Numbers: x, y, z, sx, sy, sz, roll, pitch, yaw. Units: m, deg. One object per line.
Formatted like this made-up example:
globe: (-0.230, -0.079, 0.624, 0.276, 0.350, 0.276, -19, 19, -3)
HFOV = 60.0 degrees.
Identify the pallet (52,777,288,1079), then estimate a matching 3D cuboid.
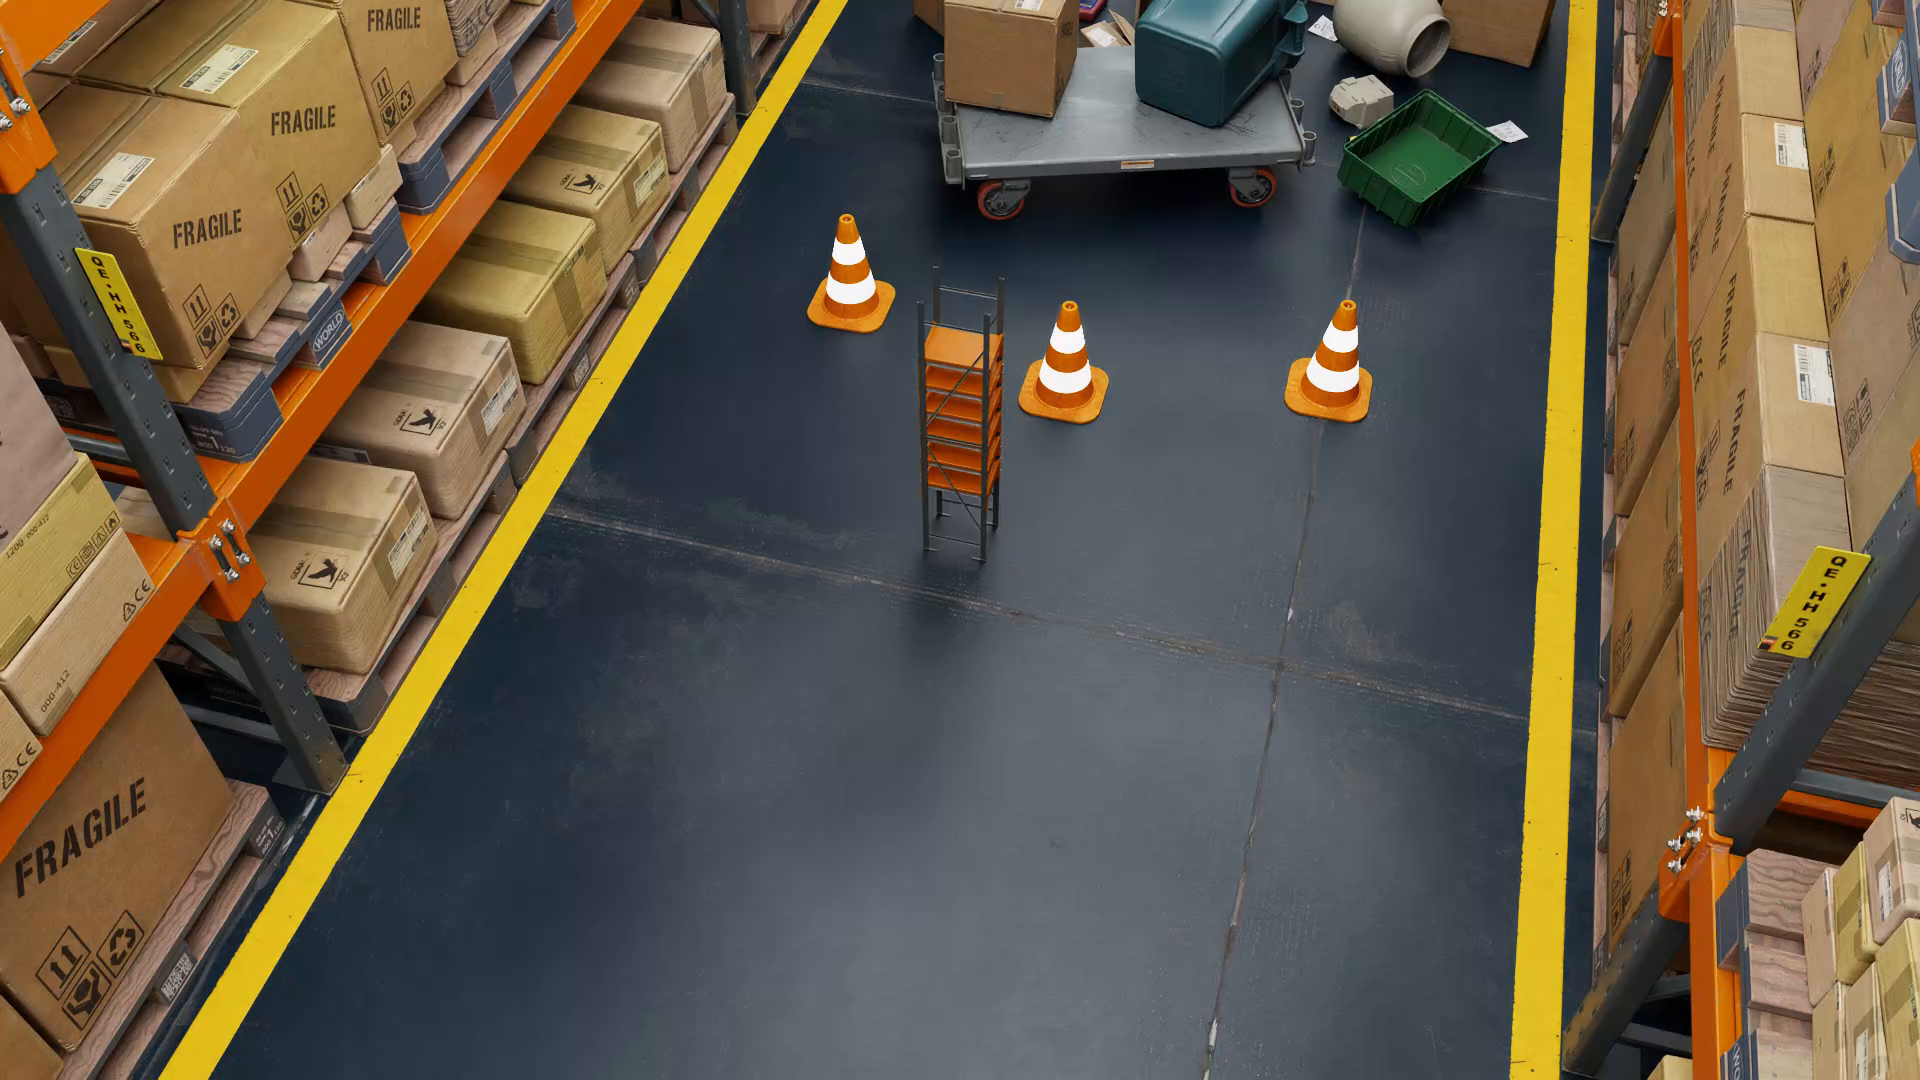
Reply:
pallet: (-2.822, 1.195, 5.055, 1.003, 0.211, 1.213, 12, 50, 10)

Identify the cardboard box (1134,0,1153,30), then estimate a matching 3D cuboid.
cardboard box: (1.305, -2.841, 8.331, 0.797, 0.637, 0.503, 12, 50, 10)

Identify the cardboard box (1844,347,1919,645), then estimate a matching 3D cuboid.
cardboard box: (2.388, -0.067, 3.575, 0.700, 0.500, 0.500, 11, 50, 10)

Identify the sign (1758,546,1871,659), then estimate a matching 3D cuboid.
sign: (1.723, 0.130, 3.362, 0.100, 0.325, 0.005, 12, 50, 10)

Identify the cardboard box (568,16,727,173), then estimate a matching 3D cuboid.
cardboard box: (-1.625, -2.066, 7.546, 0.950, 0.372, 0.625, 12, 50, 11)

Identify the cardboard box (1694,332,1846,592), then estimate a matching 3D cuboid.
cardboard box: (2.252, -0.152, 4.317, 0.500, 0.500, 0.500, 12, 50, 10)

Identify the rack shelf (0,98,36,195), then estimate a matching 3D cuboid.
rack shelf: (-3.069, 0.409, 2.368, 1.077, 0.370, 4.000, 12, 50, 10)

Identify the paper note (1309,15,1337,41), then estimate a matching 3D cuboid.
paper note: (1.905, -2.632, 8.557, 0.172, 0.023, 0.155, 28, 54, 22)

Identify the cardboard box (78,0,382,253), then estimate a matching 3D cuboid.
cardboard box: (-2.070, -1.212, 4.774, 0.500, 0.500, 0.500, 14, 50, 12)

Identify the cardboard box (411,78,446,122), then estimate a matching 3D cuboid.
cardboard box: (-1.937, -1.521, 5.479, 0.380, 0.149, 0.250, 13, 50, 12)

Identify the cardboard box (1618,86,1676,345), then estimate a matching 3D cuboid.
cardboard box: (3.236, -1.201, 6.530, 1.050, 0.750, 0.750, 11, 50, 10)

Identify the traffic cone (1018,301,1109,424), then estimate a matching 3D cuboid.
traffic cone: (0.423, -0.757, 6.610, 0.336, 0.463, 0.334, 12, 50, 10)

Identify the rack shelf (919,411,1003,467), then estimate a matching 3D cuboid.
rack shelf: (0.004, -0.378, 5.843, 0.258, 0.103, 0.180, 12, 50, 10)

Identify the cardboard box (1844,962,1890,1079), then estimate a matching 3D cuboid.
cardboard box: (1.870, 0.972, 3.080, 0.380, 0.149, 0.250, 14, 50, 12)

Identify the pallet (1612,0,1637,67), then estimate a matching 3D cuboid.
pallet: (3.907, -2.770, 8.554, 1.003, 0.211, 1.213, 12, 50, 10)

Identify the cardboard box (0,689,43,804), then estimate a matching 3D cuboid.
cardboard box: (-2.544, 0.556, 3.859, 0.500, 0.250, 0.500, 12, 50, 11)

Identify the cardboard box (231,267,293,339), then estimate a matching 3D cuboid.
cardboard box: (-2.171, -0.736, 4.786, 0.380, 0.149, 0.250, 9, 49, 8)

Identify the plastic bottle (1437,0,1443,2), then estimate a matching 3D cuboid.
plastic bottle: (2.414, -2.884, 8.755, 0.283, 0.061, 0.133, -4, 49, -3)

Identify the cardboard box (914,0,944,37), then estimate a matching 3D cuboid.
cardboard box: (0.105, -2.857, 8.436, 0.500, 0.500, 0.500, -27, 54, -22)

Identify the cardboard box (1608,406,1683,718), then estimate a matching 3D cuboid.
cardboard box: (2.734, 0.170, 5.320, 1.050, 0.750, 0.750, 12, 50, 11)

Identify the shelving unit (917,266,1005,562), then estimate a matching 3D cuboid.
shelving unit: (0.004, -0.407, 5.809, 0.258, 1.200, 0.189, 12, 50, 10)

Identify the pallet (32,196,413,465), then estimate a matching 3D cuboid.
pallet: (-2.457, -0.757, 5.045, 1.213, 0.211, 1.003, 12, 50, 10)

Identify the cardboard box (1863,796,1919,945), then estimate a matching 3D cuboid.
cardboard box: (1.950, 0.667, 3.152, 0.380, 0.149, 0.250, 12, 50, 10)

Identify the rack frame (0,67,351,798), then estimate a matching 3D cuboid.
rack frame: (-2.542, -0.284, 4.500, 1.000, 3.000, 0.127, 12, 50, 10)

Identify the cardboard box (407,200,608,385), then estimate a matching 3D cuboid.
cardboard box: (-1.992, -1.042, 6.642, 0.950, 0.372, 0.625, 13, 50, 11)

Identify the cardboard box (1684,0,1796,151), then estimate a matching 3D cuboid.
cardboard box: (2.782, -1.614, 5.607, 0.500, 0.500, 0.500, 12, 50, 10)

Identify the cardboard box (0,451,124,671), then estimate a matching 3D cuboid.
cardboard box: (-2.425, 0.001, 4.015, 0.500, 0.250, 0.500, 11, 50, 10)

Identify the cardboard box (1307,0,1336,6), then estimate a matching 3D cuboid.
cardboard box: (1.988, -2.975, 8.699, 0.396, 0.266, 0.258, 19, 51, 16)

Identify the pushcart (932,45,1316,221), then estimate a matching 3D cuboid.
pushcart: (0.723, -1.895, 7.671, 1.648, 0.377, 0.936, -4, 49, -3)

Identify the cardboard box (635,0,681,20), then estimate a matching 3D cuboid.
cardboard box: (-1.593, -2.887, 8.351, 0.500, 0.250, 0.500, 14, 50, 12)

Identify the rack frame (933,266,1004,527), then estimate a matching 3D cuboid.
rack frame: (0.028, -0.474, 5.868, 0.240, 1.200, 0.006, 12, 50, 10)

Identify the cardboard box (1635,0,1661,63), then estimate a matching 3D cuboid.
cardboard box: (3.779, -2.803, 7.860, 0.875, 0.875, 0.875, 12, 50, 10)

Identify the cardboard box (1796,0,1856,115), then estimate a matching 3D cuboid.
cardboard box: (2.921, -1.539, 4.874, 0.700, 0.500, 0.500, 12, 50, 10)

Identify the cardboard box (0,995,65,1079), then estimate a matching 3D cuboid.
cardboard box: (-3.043, 1.408, 4.144, 0.875, 0.875, 0.875, 12, 50, 10)

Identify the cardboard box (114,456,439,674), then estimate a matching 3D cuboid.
cardboard box: (-2.384, 0.040, 5.686, 0.950, 0.372, 0.625, 9, 49, 7)

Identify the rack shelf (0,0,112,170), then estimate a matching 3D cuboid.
rack shelf: (-2.016, -2.485, 4.922, 1.077, 0.370, 4.000, 12, 50, 10)

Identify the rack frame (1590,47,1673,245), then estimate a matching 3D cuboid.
rack frame: (3.313, -2.273, 6.256, 1.000, 3.000, 0.127, 12, 50, 10)

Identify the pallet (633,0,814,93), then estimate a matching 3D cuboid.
pallet: (-1.347, -2.747, 8.534, 1.003, 0.211, 1.213, 12, 50, 10)

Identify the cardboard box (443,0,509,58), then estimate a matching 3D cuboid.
cardboard box: (-1.798, -1.958, 5.432, 0.500, 0.500, 0.500, 10, 49, 9)

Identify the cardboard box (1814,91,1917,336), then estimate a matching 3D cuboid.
cardboard box: (2.652, -0.804, 4.226, 0.700, 0.500, 0.500, 11, 49, 9)

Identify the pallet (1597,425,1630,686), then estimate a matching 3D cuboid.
pallet: (2.863, 0.108, 6.014, 1.003, 0.211, 1.213, 12, 50, 10)

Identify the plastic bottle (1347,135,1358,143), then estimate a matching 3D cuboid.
plastic bottle: (1.929, -1.798, 7.796, 0.133, 0.061, 0.283, -11, 50, -10)

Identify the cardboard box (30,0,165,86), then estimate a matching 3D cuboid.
cardboard box: (-2.565, -1.314, 4.864, 0.500, 0.500, 0.500, 11, 49, 9)

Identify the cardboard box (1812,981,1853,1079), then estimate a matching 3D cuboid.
cardboard box: (1.877, 1.042, 3.217, 0.380, 0.149, 0.250, 14, 50, 12)

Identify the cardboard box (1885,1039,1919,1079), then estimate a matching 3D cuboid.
cardboard box: (1.814, 1.035, 2.827, 0.380, 0.149, 0.250, 11, 50, 10)

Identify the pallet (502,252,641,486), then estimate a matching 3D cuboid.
pallet: (-2.012, -0.805, 6.820, 1.003, 0.211, 1.213, 12, 50, 10)

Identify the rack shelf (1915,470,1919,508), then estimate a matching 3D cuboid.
rack shelf: (1.733, 1.312, 1.570, 1.077, 0.370, 4.000, 12, 50, 10)

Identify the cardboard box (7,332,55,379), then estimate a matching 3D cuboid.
cardboard box: (-2.683, -0.623, 4.687, 0.380, 0.149, 0.250, 13, 50, 11)

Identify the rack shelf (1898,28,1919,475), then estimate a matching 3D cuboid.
rack shelf: (2.786, -1.581, 4.124, 1.077, 0.370, 4.000, 12, 50, 10)

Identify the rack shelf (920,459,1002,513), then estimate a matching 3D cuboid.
rack shelf: (0.004, -0.219, 6.023, 0.258, 0.103, 0.180, 12, 50, 10)

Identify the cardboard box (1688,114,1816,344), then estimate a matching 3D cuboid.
cardboard box: (2.514, -0.885, 4.964, 0.500, 0.500, 0.500, 12, 50, 11)

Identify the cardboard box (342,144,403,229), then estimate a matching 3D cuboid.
cardboard box: (-1.962, -1.119, 5.125, 0.380, 0.149, 0.250, 12, 50, 10)

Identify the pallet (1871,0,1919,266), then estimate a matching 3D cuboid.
pallet: (2.378, -0.786, 3.068, 1.213, 0.211, 1.003, 14, 50, 12)

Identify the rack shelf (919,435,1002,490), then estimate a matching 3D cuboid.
rack shelf: (0.004, -0.299, 5.933, 0.258, 0.103, 0.180, 12, 50, 10)

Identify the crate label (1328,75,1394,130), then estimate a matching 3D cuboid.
crate label: (1.943, -2.126, 8.035, 0.298, 0.136, 0.250, -19, 51, -16)

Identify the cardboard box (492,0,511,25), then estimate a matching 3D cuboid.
cardboard box: (-1.809, -1.901, 5.814, 0.380, 0.149, 0.250, 10, 49, 9)

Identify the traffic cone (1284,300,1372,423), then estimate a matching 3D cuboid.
traffic cone: (1.503, -0.762, 6.614, 0.336, 0.463, 0.334, 12, 50, 10)
